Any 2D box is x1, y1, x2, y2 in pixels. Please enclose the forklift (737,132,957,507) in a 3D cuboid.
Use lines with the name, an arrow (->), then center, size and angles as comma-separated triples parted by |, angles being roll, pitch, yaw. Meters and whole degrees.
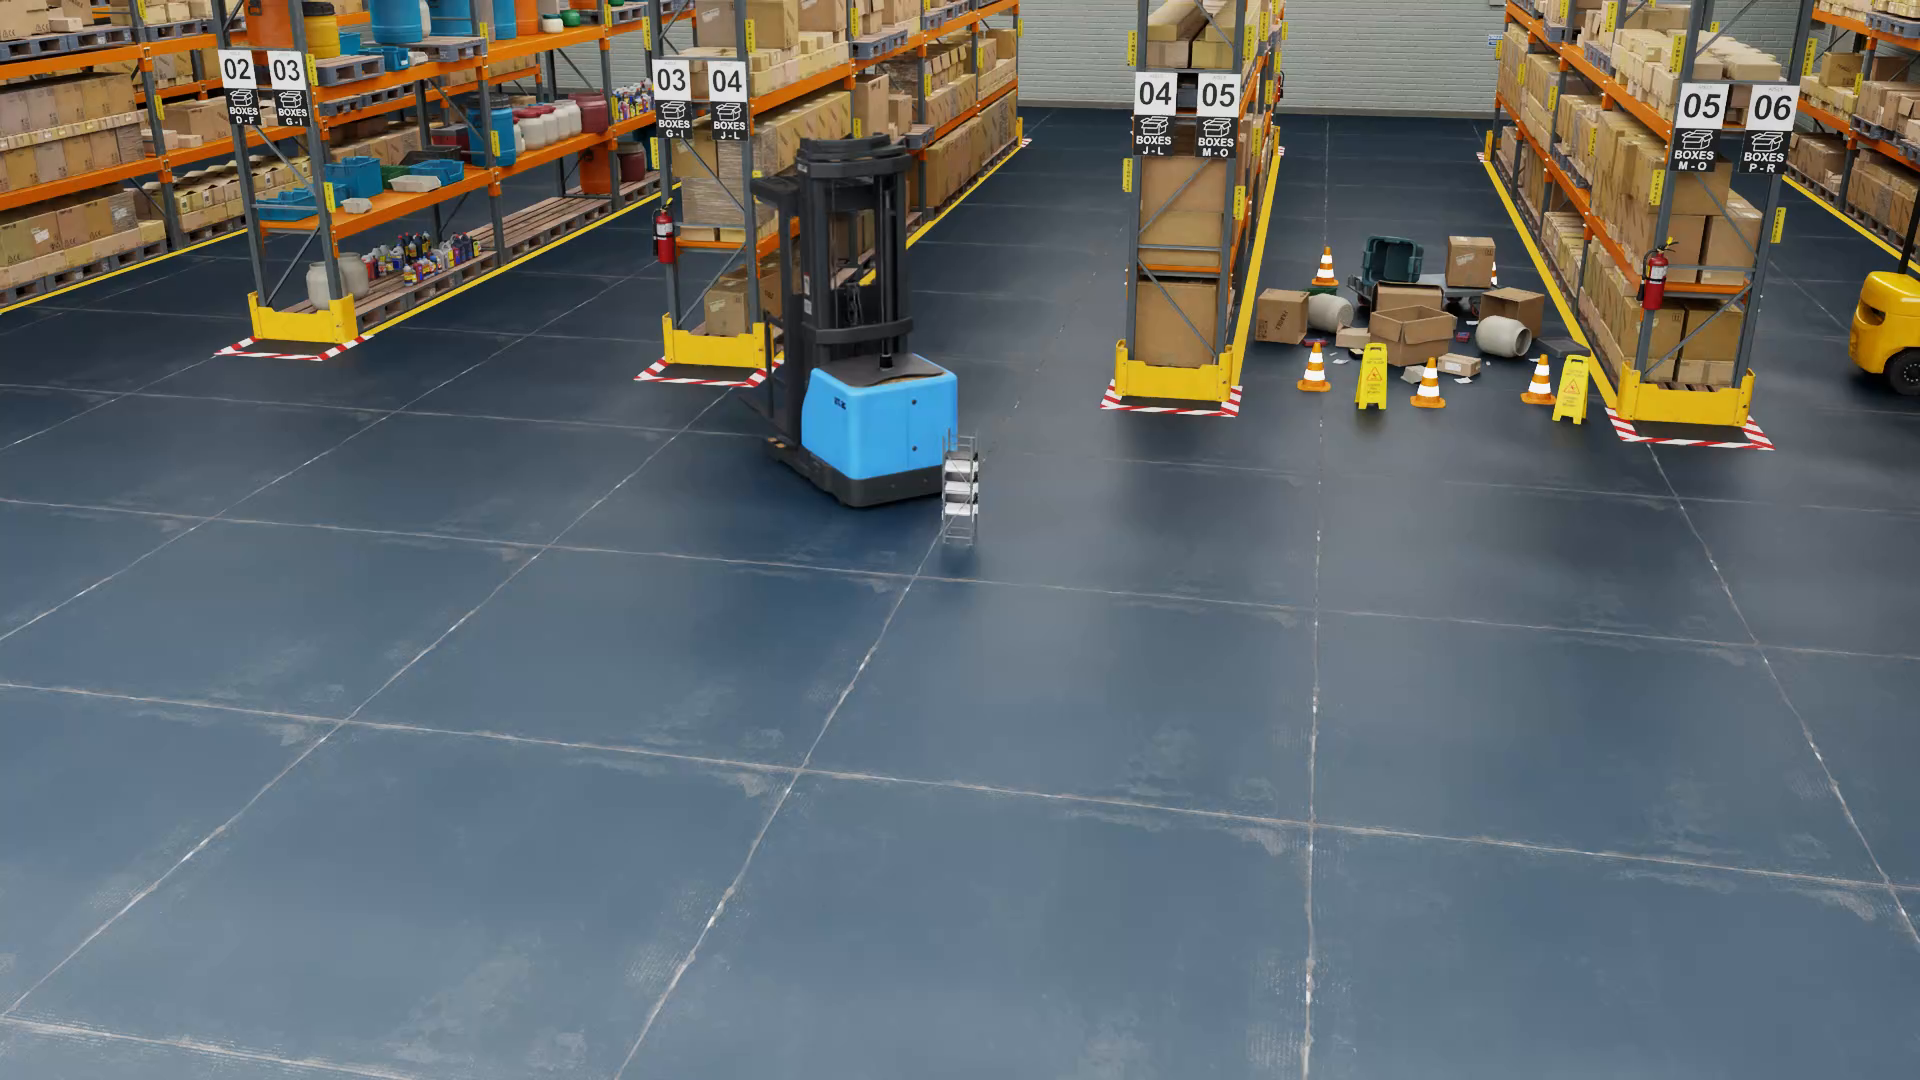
forklift -> -1.159, -2.143, 14.752 | 1.130, 2.935, 3.031 | -12, 25, -27

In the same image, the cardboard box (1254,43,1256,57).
cardboard box -> 3.089, -5.445, 18.483 | 0.380, 0.149, 0.250 | 5, 22, 11

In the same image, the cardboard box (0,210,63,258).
cardboard box -> -11.827, -3.888, 21.108 | 0.500, 0.500, 0.500 | 4, 22, 11

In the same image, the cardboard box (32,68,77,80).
cardboard box -> -15.212, -7.729, 27.971 | 0.500, 0.500, 0.500 | 5, 22, 13

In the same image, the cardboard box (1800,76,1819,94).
cardboard box -> 14.721, -7.776, 28.450 | 0.500, 0.250, 0.500 | 5, 22, 11

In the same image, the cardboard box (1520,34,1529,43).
cardboard box -> 9.578, -8.363, 27.762 | 0.380, 0.149, 0.250 | 4, 22, 10

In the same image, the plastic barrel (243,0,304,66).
plastic barrel -> -7.520, -5.669, 18.263 | 0.600, 0.830, 0.708 | 4, 22, 11

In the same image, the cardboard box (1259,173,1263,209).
cardboard box -> 4.314, -5.288, 25.253 | 0.500, 0.500, 0.500 | 5, 22, 12

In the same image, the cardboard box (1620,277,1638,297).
cardboard box -> 6.972, -2.584, 17.000 | 0.380, 0.149, 0.250 | 5, 22, 12

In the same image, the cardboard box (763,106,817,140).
cardboard box -> -1.962, -4.696, 19.128 | 0.500, 0.500, 0.500 | 4, 22, 11

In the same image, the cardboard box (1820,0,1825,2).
cardboard box -> 14.738, -9.169, 27.892 | 0.500, 0.250, 0.500 | 5, 22, 12

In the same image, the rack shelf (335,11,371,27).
rack shelf -> -10.303, -8.790, 28.112 | 1.077, 0.370, 4.000 | 4, 22, 11

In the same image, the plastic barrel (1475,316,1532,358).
plastic barrel -> 5.994, -2.239, 18.346 | 0.421, 0.421, 0.512 | -16, 27, -35

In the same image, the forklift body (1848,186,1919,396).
forklift body -> 10.516, -2.625, 16.993 | 2.313, 2.155, 1.214 | 4, 22, 11

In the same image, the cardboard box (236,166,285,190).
cardboard box -> -10.782, -5.595, 25.599 | 0.500, 0.311, 0.500 | 4, 22, 11

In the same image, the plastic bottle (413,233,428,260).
plastic bottle -> -7.109, -3.860, 21.879 | 0.144, 0.351, 0.185 | 4, 22, 11

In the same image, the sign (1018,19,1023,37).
sign -> 1.147, -9.771, 31.732 | 0.100, 0.325, 0.005 | 4, 22, 11

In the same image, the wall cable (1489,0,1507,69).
wall cable -> 11.448, -10.965, 35.161 | 0.585, 1.953, 0.123 | 4, 22, 11

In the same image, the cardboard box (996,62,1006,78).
cardboard box -> 0.572, -8.670, 30.667 | 0.500, 0.250, 0.500 | 4, 22, 9

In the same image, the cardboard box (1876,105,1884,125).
cardboard box -> 13.704, -6.229, 24.421 | 0.396, 0.266, 0.258 | 6, 23, 14

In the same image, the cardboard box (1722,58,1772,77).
cardboard box -> 7.363, -4.416, 15.557 | 0.380, 0.149, 0.250 | 4, 22, 11

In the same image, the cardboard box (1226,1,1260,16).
cardboard box -> 3.190, -6.002, 18.799 | 0.380, 0.149, 0.250 | 4, 22, 11

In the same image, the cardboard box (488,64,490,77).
cardboard box -> -9.319, -9.046, 31.666 | 0.500, 0.500, 0.500 | 4, 22, 11

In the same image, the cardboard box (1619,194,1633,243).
cardboard box -> 7.108, -3.333, 17.081 | 0.500, 0.500, 0.500 | 4, 22, 11

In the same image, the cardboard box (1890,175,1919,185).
cardboard box -> 13.798, -5.217, 24.208 | 0.380, 0.149, 0.250 | 5, 22, 11

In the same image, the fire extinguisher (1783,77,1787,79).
fire extinguisher -> 14.757, -7.918, 29.601 | 0.296, 0.674, 0.183 | 4, 22, 11

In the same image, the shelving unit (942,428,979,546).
shelving unit -> 0.002, -0.420, 13.193 | 0.258, 0.900, 0.210 | 4, 22, 11

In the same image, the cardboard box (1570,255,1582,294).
cardboard box -> 7.976, -3.194, 20.225 | 0.950, 0.372, 0.625 | 5, 22, 12

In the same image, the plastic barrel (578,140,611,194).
plastic barrel -> -5.780, -5.990, 26.555 | 0.600, 0.830, 0.708 | 4, 22, 11

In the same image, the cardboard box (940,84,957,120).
cardboard box -> -0.340, -7.007, 26.603 | 0.500, 0.500, 0.500 | 5, 22, 11

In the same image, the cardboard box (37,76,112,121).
cardboard box -> -11.714, -5.839, 21.965 | 0.700, 0.500, 0.500 | 4, 22, 11

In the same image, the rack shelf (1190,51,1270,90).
rack shelf -> 3.413, -6.156, 21.571 | 1.077, 0.370, 4.000 | 4, 22, 11

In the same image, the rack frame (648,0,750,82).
rack frame -> -2.647, -6.102, 16.458 | 1.000, 3.000, 0.127 | 4, 22, 11

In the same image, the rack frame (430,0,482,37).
rack frame -> -6.679, -7.942, 21.028 | 1.000, 3.000, 0.127 | 4, 22, 11

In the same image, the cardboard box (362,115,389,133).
cardboard box -> -10.436, -7.332, 29.298 | 0.500, 0.250, 0.500 | 5, 22, 11

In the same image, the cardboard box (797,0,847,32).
cardboard box -> -1.672, -6.405, 20.026 | 0.500, 0.500, 0.500 | 4, 22, 9

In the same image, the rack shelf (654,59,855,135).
rack shelf -> -2.238, -5.108, 18.969 | 1.077, 0.370, 4.000 | 4, 22, 11

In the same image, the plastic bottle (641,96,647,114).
plastic bottle -> -5.178, -7.121, 27.175 | 0.061, 0.283, 0.133 | 4, 22, 11

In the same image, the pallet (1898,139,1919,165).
pallet -> 13.617, -5.276, 22.696 | 1.213, 0.211, 1.003 | 4, 22, 11

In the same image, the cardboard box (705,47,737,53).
cardboard box -> -2.578, -5.320, 18.200 | 0.380, 0.149, 0.250 | 5, 22, 12

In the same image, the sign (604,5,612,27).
sign -> -5.323, -7.926, 25.142 | 0.100, 0.325, 0.005 | 4, 22, 11

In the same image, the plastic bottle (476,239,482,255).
plastic bottle -> -6.448, -3.909, 22.201 | 0.097, 0.201, 0.097 | 0, 22, 0

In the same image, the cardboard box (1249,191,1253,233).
cardboard box -> 3.609, -4.765, 23.619 | 1.050, 0.750, 0.750 | 4, 22, 10

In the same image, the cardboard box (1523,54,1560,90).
cardboard box -> 9.132, -7.323, 26.049 | 0.500, 0.500, 0.500 | 5, 22, 12

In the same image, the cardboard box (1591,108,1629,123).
cardboard box -> 7.872, -5.145, 20.152 | 0.380, 0.149, 0.250 | 4, 22, 9

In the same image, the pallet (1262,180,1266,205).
pallet -> 4.480, -5.714, 27.259 | 1.003, 0.211, 1.213 | 4, 22, 11

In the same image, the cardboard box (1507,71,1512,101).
cardboard box -> 9.658, -7.751, 28.451 | 0.500, 0.500, 0.500 | 5, 23, 13

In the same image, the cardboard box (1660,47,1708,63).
cardboard box -> 7.198, -4.812, 16.540 | 0.380, 0.149, 0.250 | 4, 22, 9

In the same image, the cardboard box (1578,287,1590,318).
cardboard box -> 7.486, -2.750, 19.286 | 0.500, 0.250, 0.500 | 3, 22, 8

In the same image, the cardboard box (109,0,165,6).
cardboard box -> -11.363, -7.625, 22.891 | 0.500, 0.500, 0.500 | 5, 22, 12

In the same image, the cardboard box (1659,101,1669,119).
cardboard box -> 6.873, -4.083, 15.799 | 0.380, 0.149, 0.250 | 5, 22, 11

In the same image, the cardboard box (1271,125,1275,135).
cardboard box -> 5.557, -7.499, 30.415 | 0.380, 0.149, 0.250 | 4, 22, 10

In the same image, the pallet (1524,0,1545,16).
pallet -> 9.681, -8.601, 26.797 | 1.003, 0.211, 1.213 | 4, 22, 11

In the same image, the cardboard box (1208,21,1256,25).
cardboard box -> 2.948, -5.500, 18.087 | 0.500, 0.250, 0.500 | 4, 22, 10
